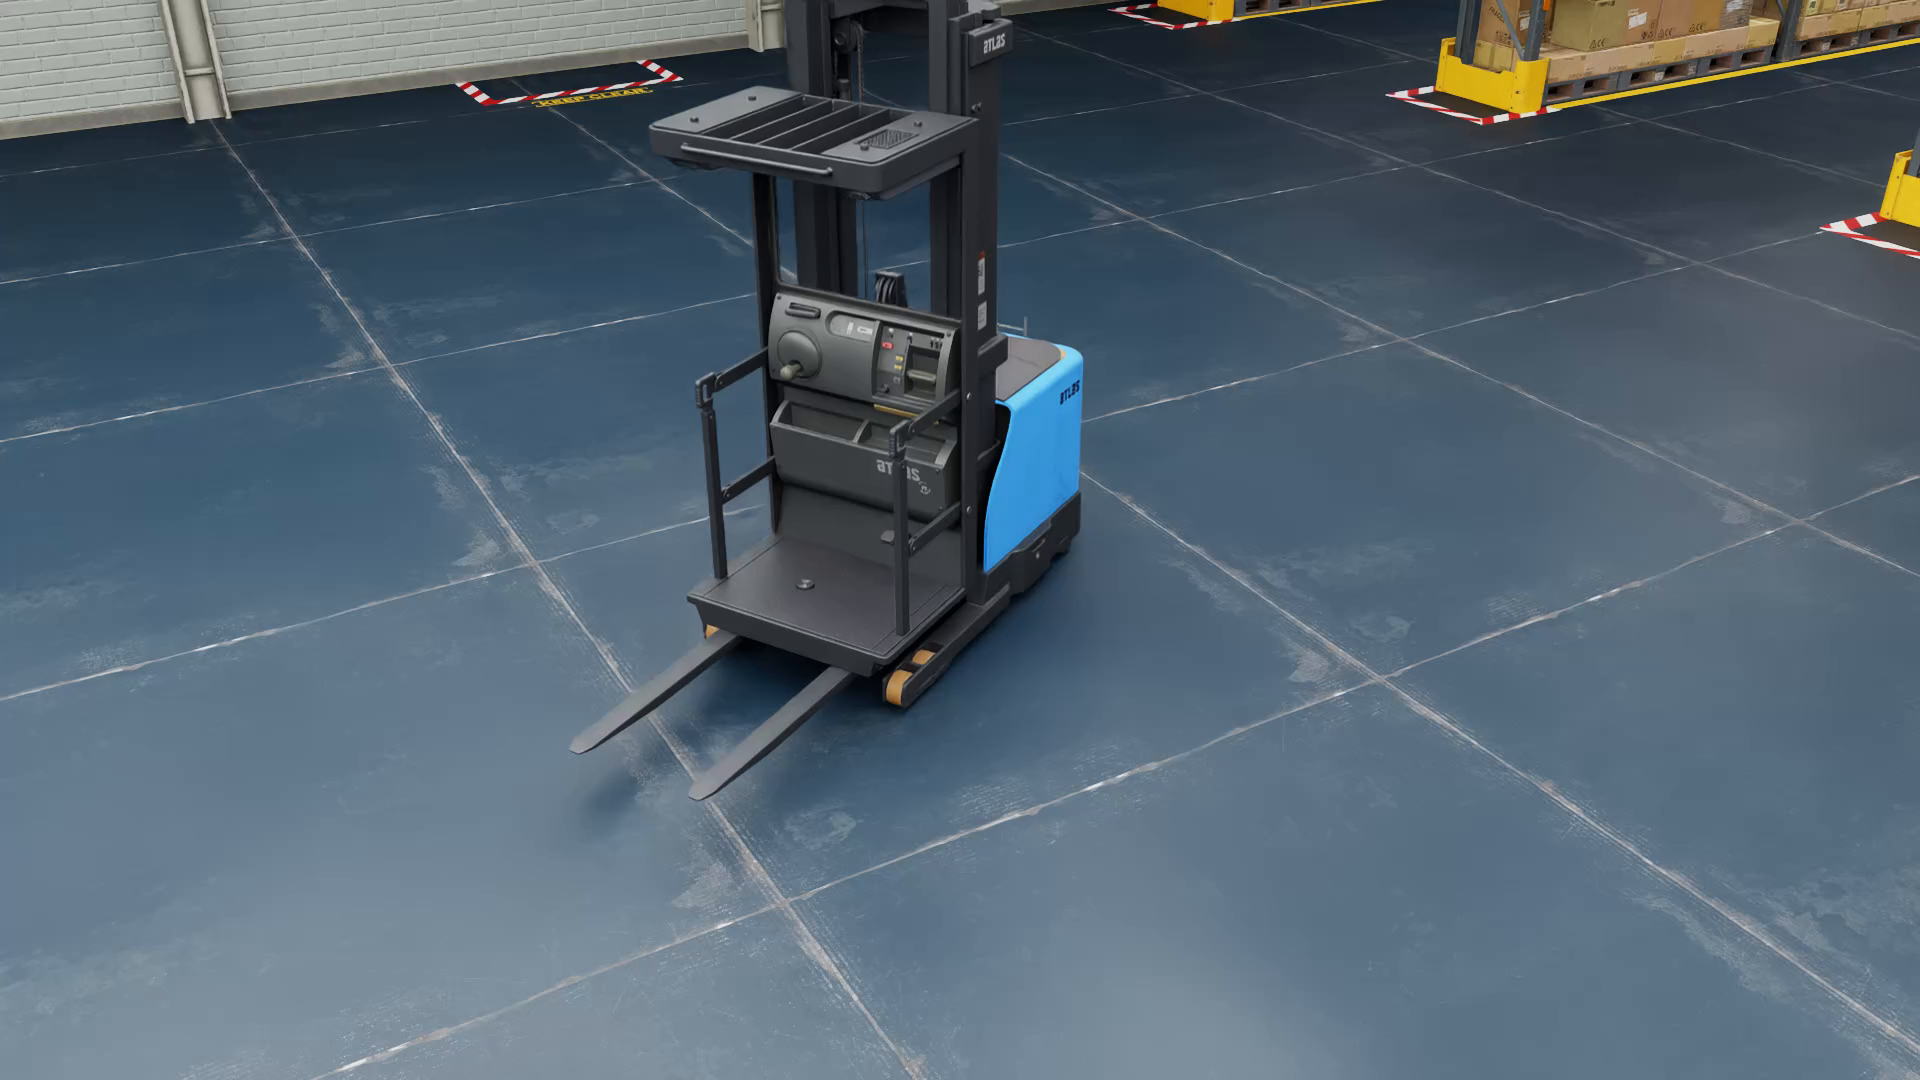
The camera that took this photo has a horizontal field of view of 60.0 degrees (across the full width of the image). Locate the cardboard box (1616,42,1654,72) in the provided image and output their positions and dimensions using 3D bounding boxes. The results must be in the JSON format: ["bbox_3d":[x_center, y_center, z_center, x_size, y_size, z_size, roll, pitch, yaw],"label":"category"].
[{"bbox_3d":[6.790,-5.047,17.203,0.500,0.250,0.500,-16,33,-26],"label":"cardboard box"}]

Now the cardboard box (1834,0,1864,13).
[{"bbox_3d":[9.720,-6.105,18.539,0.500,0.311,0.500,-16,33,-27],"label":"cardboard box"}]

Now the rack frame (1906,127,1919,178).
[{"bbox_3d":[7.861,-3.718,12.383,0.127,3.000,1.000,-16,33,-26],"label":"rack frame"}]

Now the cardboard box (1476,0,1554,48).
[{"bbox_3d":[5.666,-5.346,16.968,0.500,0.500,0.500,-16,33,-26],"label":"cardboard box"}]

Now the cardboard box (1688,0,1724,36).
[{"bbox_3d":[7.648,-5.624,17.471,0.500,0.500,0.500,-16,33,-26],"label":"cardboard box"}]

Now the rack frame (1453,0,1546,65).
[{"bbox_3d":[5.354,-5.783,16.124,0.127,3.000,1.000,-16,33,-26],"label":"rack frame"}]

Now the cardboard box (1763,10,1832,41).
[{"bbox_3d":[9.276,-5.737,18.453,0.500,0.250,0.500,-17,33,-27],"label":"cardboard box"}]

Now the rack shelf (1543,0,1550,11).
[{"bbox_3d":[7.079,-5.957,17.185,4.000,0.370,1.077,-16,33,-26],"label":"rack shelf"}]

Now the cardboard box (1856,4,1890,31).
[{"bbox_3d":[10.163,-5.990,18.910,0.500,0.250,0.500,-17,33,-28],"label":"cardboard box"}]

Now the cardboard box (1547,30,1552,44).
[{"bbox_3d":[6.092,-5.144,17.378,0.500,0.250,0.500,-16,33,-26],"label":"cardboard box"}]

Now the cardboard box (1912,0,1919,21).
[{"bbox_3d":[11.044,-6.241,19.366,0.500,0.250,0.500,-15,32,-25],"label":"cardboard box"}]

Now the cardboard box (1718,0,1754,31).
[{"bbox_3d":[8.077,-5.748,17.696,0.500,0.500,0.500,-16,33,-26],"label":"cardboard box"}]

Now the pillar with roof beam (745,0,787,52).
[{"bbox_3d":[0.015,-7.742,13.464,0.400,9.000,9.100,-16,33,-26],"label":"pillar with roof beam"}]

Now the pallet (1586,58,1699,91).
[{"bbox_3d":[7.043,-5.063,17.706,1.213,0.211,1.003,-16,33,-26],"label":"pallet"}]

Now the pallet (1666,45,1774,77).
[{"bbox_3d":[8.096,-5.364,18.251,1.213,0.211,1.003,-16,33,-26],"label":"pallet"}]

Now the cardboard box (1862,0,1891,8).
[{"bbox_3d":[10.165,-6.232,18.769,0.500,0.311,0.500,-17,33,-28],"label":"cardboard box"}]

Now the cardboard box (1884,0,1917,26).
[{"bbox_3d":[10.602,-6.114,19.135,0.500,0.250,0.500,-15,32,-25],"label":"cardboard box"}]

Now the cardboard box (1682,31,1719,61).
[{"bbox_3d":[7.654,-5.290,17.643,0.500,0.250,0.500,-16,33,-26],"label":"cardboard box"}]

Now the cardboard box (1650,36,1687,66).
[{"bbox_3d":[7.223,-5.168,17.421,0.500,0.250,0.500,-16,33,-26],"label":"cardboard box"}]

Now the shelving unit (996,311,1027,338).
[{"bbox_3d":[0.203,-0.676,8.889,0.215,1.050,0.252,16,32,26],"label":"shelving unit"}]

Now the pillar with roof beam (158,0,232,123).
[{"bbox_3d":[-5.158,-6.273,10.803,0.400,9.000,9.100,-16,33,-26],"label":"pillar with roof beam"}]

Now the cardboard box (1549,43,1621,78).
[{"bbox_3d":[6.359,-4.925,16.981,0.500,0.250,0.500,-16,33,-26],"label":"cardboard box"}]

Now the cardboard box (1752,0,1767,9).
[{"bbox_3d":[9.007,-6.206,18.721,0.500,0.311,0.500,-16,33,-26],"label":"cardboard box"}]

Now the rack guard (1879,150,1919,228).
[{"bbox_3d":[7.902,-2.662,13.056,0.348,0.500,1.175,-16,33,-26],"label":"rack guard"}]

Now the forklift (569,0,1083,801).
[{"bbox_3d":[-0.546,-0.791,7.150,1.130,2.935,3.031,16,32,26],"label":"forklift"}]

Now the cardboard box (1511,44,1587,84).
[{"bbox_3d":[5.929,-4.801,16.757,0.500,0.250,0.500,-16,33,-26],"label":"cardboard box"}]

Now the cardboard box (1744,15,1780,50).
[{"bbox_3d":[8.514,-5.537,18.090,0.500,0.250,0.500,-16,33,-26],"label":"cardboard box"}]

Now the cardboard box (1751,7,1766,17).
[{"bbox_3d":[9.014,-5.964,18.864,0.500,0.250,0.500,-16,33,-27],"label":"cardboard box"}]

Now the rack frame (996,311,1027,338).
[{"bbox_3d":[0.264,-0.727,8.981,0.200,1.050,0.008,16,32,26],"label":"rack frame"}]

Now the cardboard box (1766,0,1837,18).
[{"bbox_3d":[9.285,-5.985,18.321,0.500,0.311,0.500,-16,33,-26],"label":"cardboard box"}]

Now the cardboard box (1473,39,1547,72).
[{"bbox_3d":[5.667,-5.017,17.148,0.500,0.250,0.500,-16,33,-26],"label":"cardboard box"}]

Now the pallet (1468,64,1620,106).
[{"bbox_3d":[5.992,-4.766,17.168,1.213,0.211,1.003,-16,33,-26],"label":"pallet"}]

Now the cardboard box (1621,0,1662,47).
[{"bbox_3d":[6.784,-5.381,17.030,0.500,0.500,0.500,-16,33,-26],"label":"cardboard box"}]

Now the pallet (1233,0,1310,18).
[{"bbox_3d":[3.625,-6.827,20.903,1.213,0.211,1.003,-16,33,-26],"label":"pallet"}]

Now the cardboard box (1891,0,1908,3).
[{"bbox_3d":[10.610,-6.362,19.004,0.500,0.311,0.500,-15,32,-25],"label":"cardboard box"}]

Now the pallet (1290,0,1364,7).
[{"bbox_3d":[4.676,-7.124,21.440,1.213,0.211,1.003,-16,33,-26],"label":"pallet"}]

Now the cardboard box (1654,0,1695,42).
[{"bbox_3d":[7.224,-5.496,17.239,0.500,0.500,0.500,-16,33,-26],"label":"cardboard box"}]

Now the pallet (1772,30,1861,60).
[{"bbox_3d":[9.418,-5.738,18.928,1.213,0.211,1.003,-16,33,-26],"label":"pallet"}]

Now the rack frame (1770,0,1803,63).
[{"bbox_3d":[8.803,-6.762,17.898,0.127,3.000,1.000,-16,33,-26],"label":"rack frame"}]

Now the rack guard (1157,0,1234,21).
[{"bbox_3d":[2.907,-6.770,20.499,0.348,0.500,1.175,-16,33,-26],"label":"rack guard"}]

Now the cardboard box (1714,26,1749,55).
[{"bbox_3d":[8.078,-5.419,17.876,0.500,0.250,0.500,-16,33,-26],"label":"cardboard box"}]

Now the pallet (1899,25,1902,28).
[{"bbox_3d":[11.522,-6.335,20.010,1.213,0.211,1.003,-16,33,-26],"label":"pallet"}]

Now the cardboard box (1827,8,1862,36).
[{"bbox_3d":[9.718,-5.862,18.679,0.500,0.250,0.500,-15,32,-25],"label":"cardboard box"}]

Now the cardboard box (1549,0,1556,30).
[{"bbox_3d":[6.521,-5.597,17.423,0.500,0.500,0.500,-16,33,-26],"label":"cardboard box"}]

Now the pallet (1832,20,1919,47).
[{"bbox_3d":[10.471,-6.038,19.473,1.213,0.211,1.003,-16,33,-26],"label":"pallet"}]

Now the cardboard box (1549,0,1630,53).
[{"bbox_3d":[6.359,-5.253,16.799,0.500,0.500,0.500,-16,33,-26],"label":"cardboard box"}]

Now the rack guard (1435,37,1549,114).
[{"bbox_3d":[5.334,-4.682,16.717,0.348,0.500,1.175,-16,33,-26],"label":"rack guard"}]
